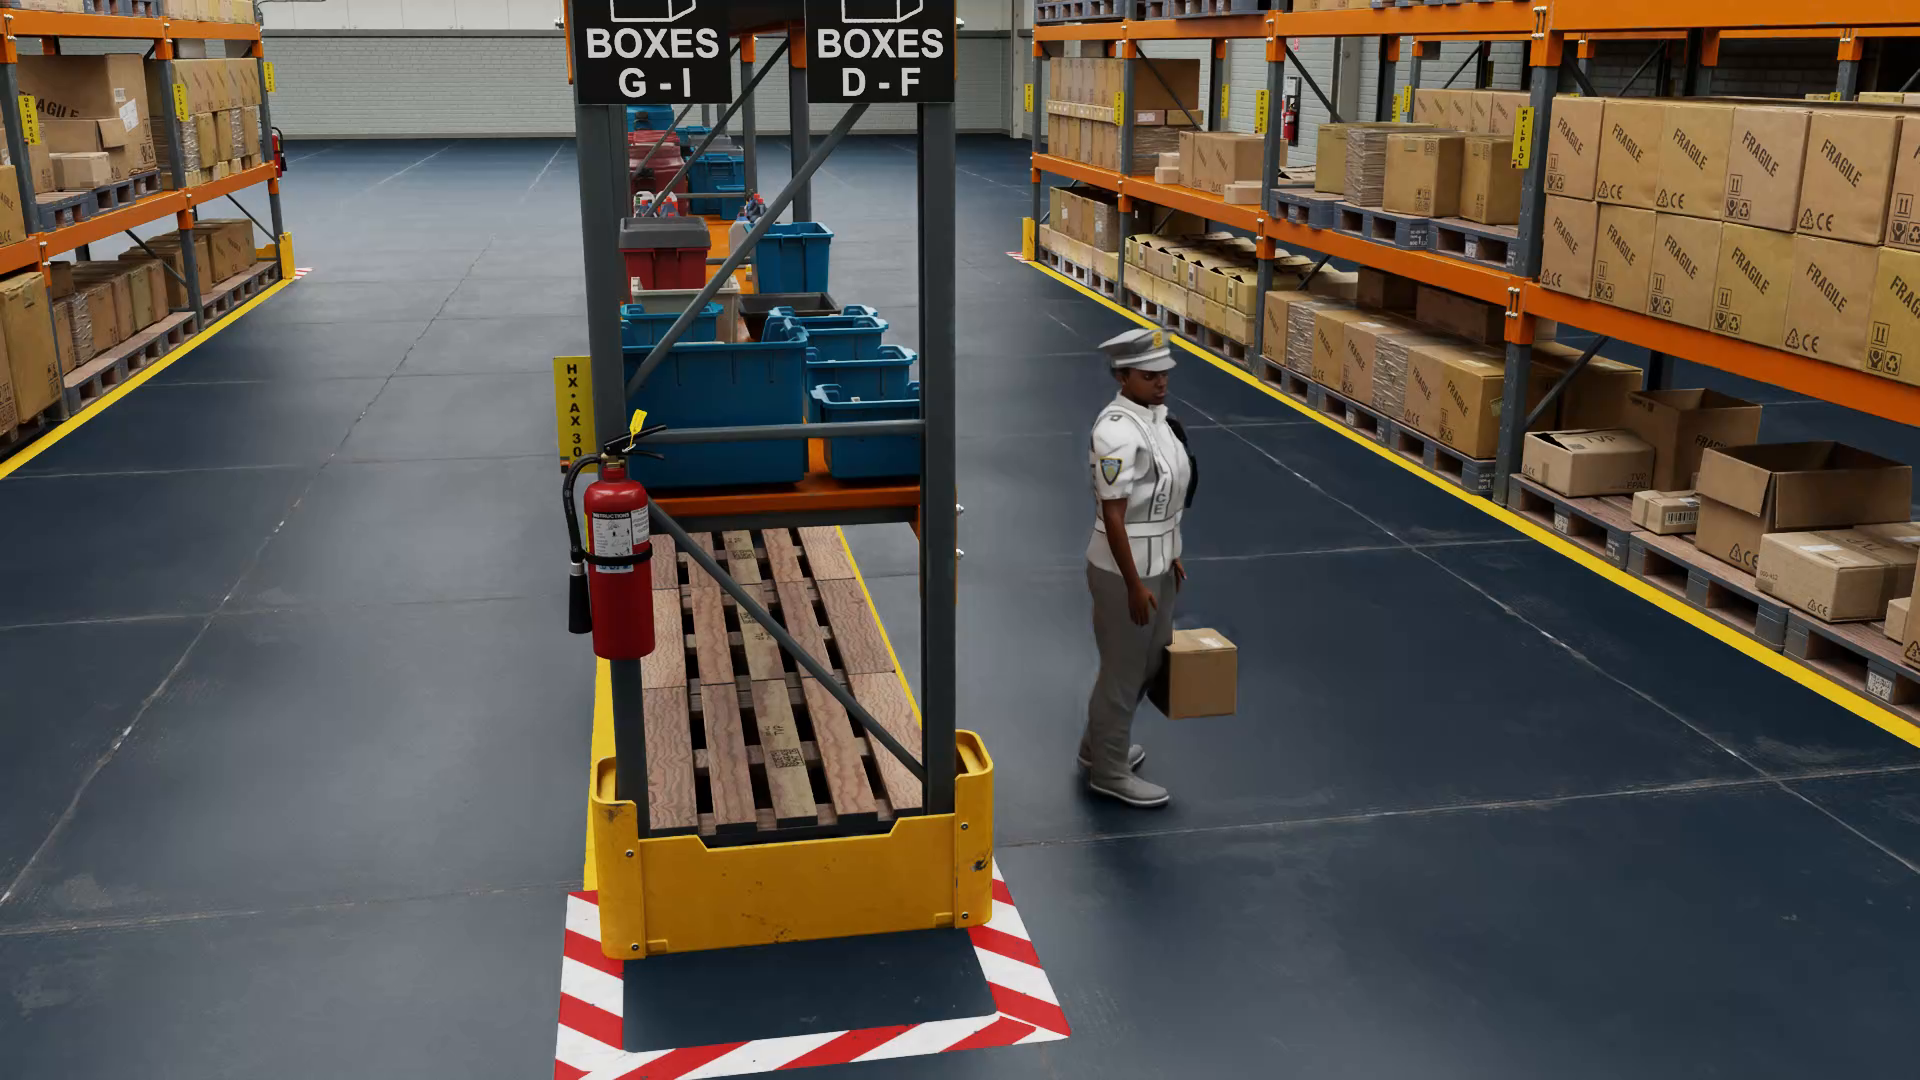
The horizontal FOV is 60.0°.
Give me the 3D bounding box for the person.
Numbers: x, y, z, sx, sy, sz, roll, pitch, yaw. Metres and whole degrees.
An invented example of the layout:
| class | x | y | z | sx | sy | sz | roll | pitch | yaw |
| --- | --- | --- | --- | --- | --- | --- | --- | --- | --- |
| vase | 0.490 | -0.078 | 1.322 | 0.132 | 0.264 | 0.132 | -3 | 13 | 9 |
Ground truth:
| class | x | y | z | sx | sy | sz | roll | pitch | yaw |
| --- | --- | --- | --- | --- | --- | --- | --- | --- | --- |
| person | 0.586 | 0.085 | 5.705 | 0.402 | 1.679 | 0.544 | 6 | 18 | 21 |
